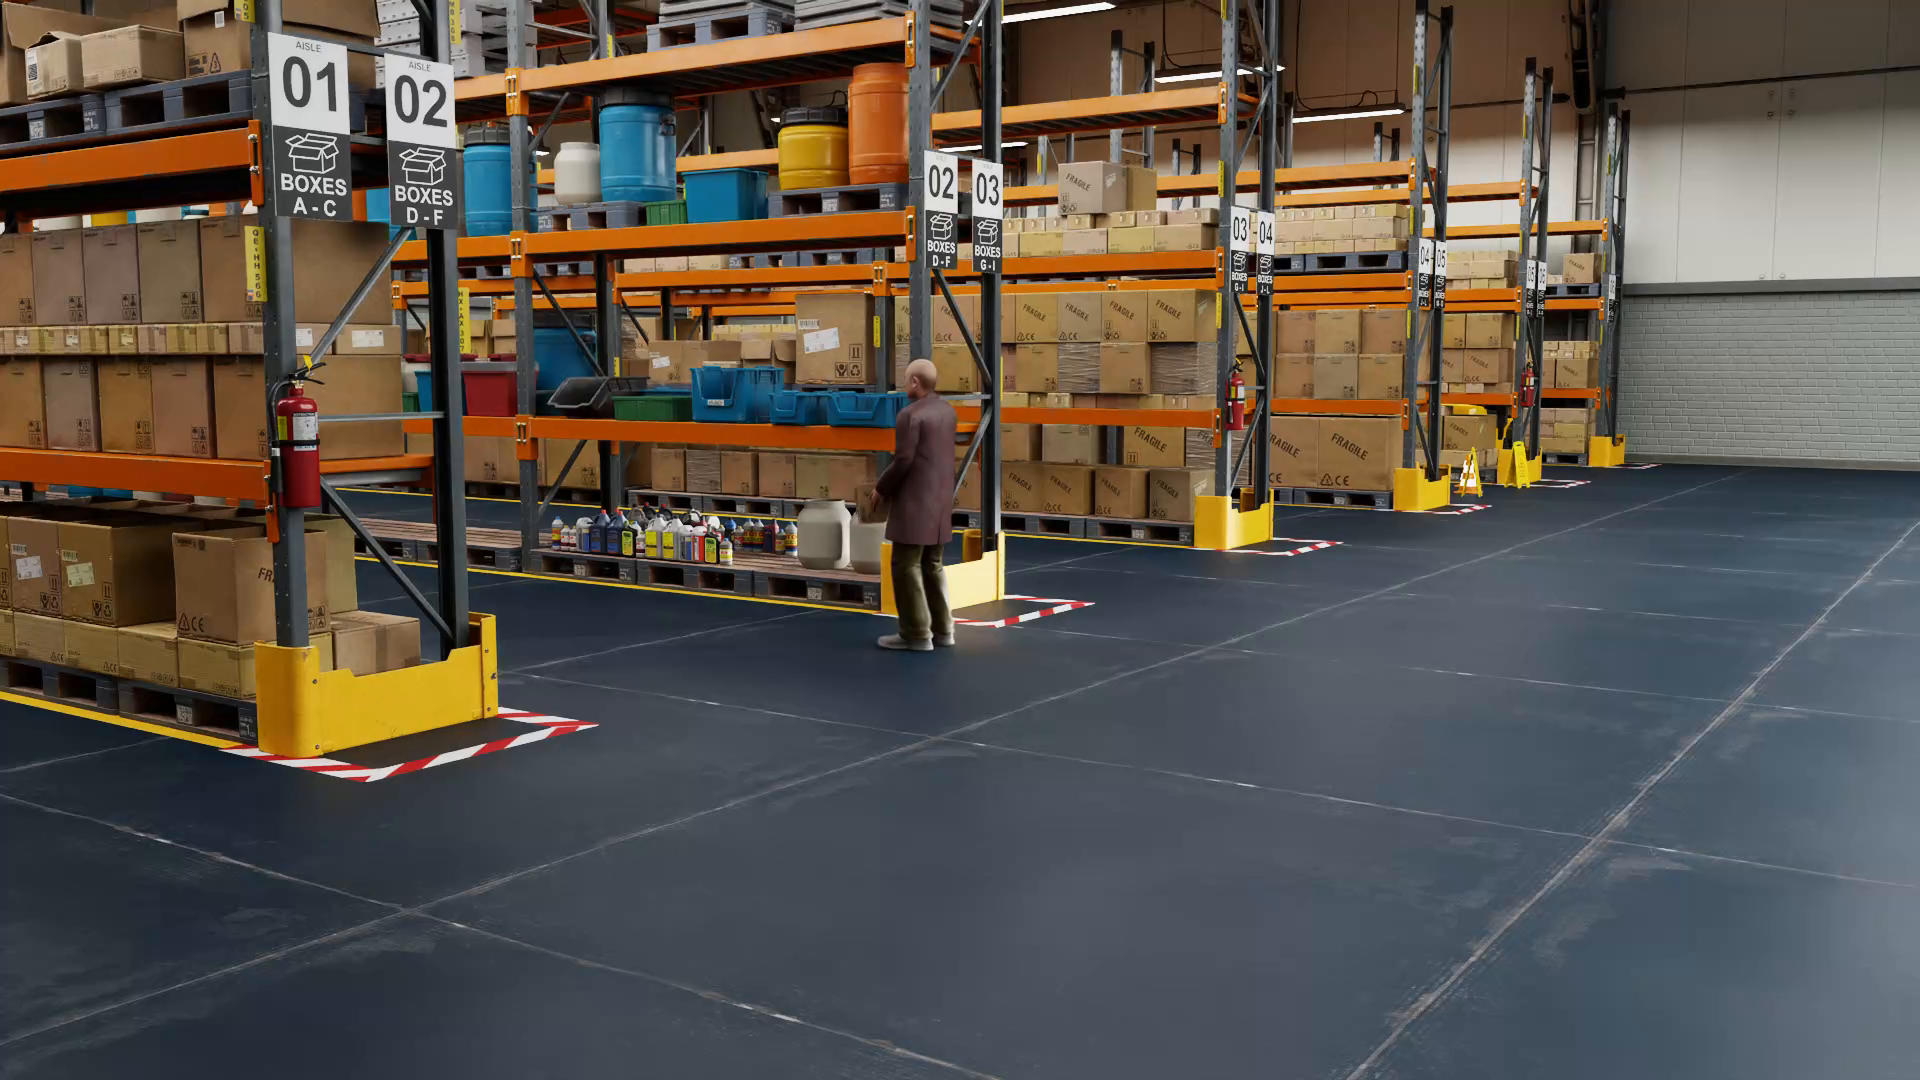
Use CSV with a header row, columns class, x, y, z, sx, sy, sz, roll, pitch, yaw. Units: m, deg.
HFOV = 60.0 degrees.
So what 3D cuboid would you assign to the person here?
class,x,y,z,sx,sy,sz,roll,pitch,yaw
person,-0.285,-0.221,10.268,0.479,1.782,0.572,4,7,33
